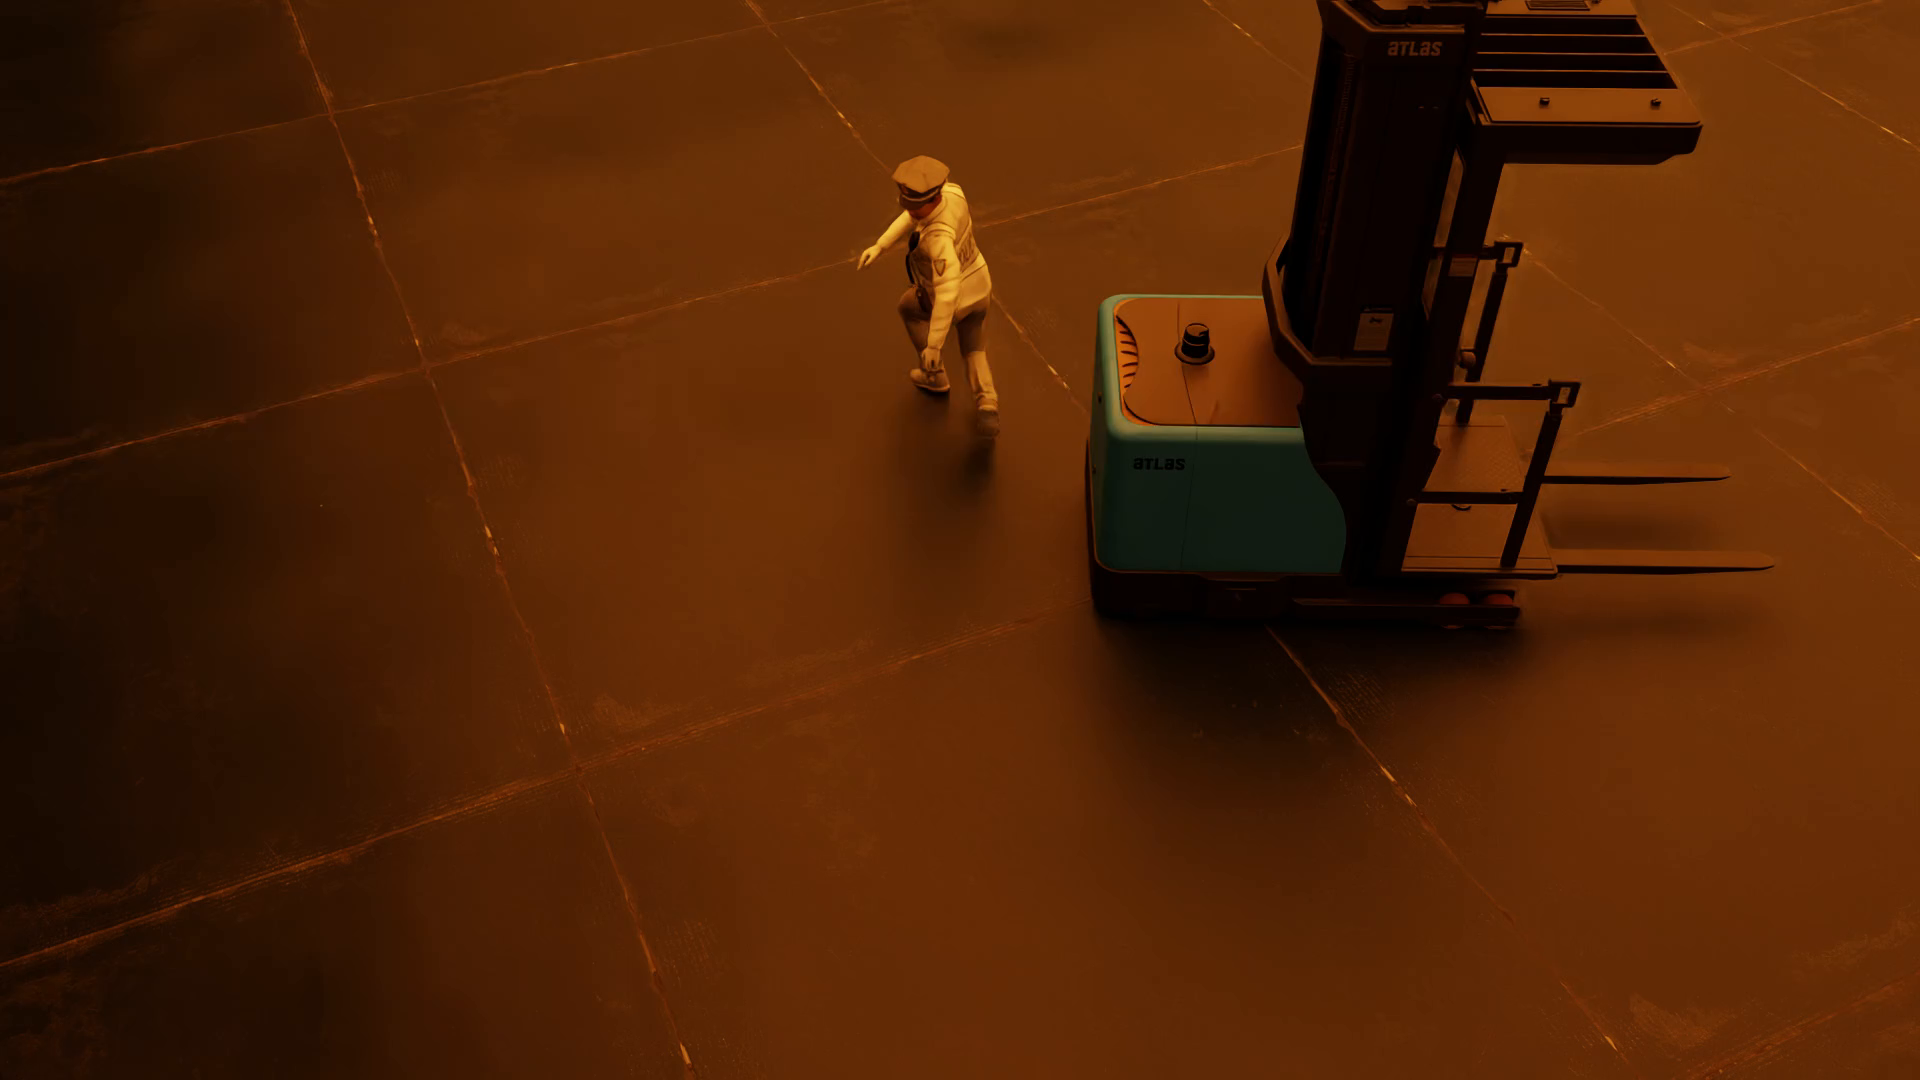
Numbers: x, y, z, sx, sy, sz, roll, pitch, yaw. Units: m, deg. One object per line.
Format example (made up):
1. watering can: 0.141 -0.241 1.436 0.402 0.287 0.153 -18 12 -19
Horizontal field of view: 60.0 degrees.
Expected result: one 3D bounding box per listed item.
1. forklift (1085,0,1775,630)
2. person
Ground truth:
1. forklift: 2.112 -1.042 6.797 3.031 2.935 1.130 1 43 1
2. person: -0.088 -1.165 8.069 0.580 1.448 0.860 -31 51 -29
